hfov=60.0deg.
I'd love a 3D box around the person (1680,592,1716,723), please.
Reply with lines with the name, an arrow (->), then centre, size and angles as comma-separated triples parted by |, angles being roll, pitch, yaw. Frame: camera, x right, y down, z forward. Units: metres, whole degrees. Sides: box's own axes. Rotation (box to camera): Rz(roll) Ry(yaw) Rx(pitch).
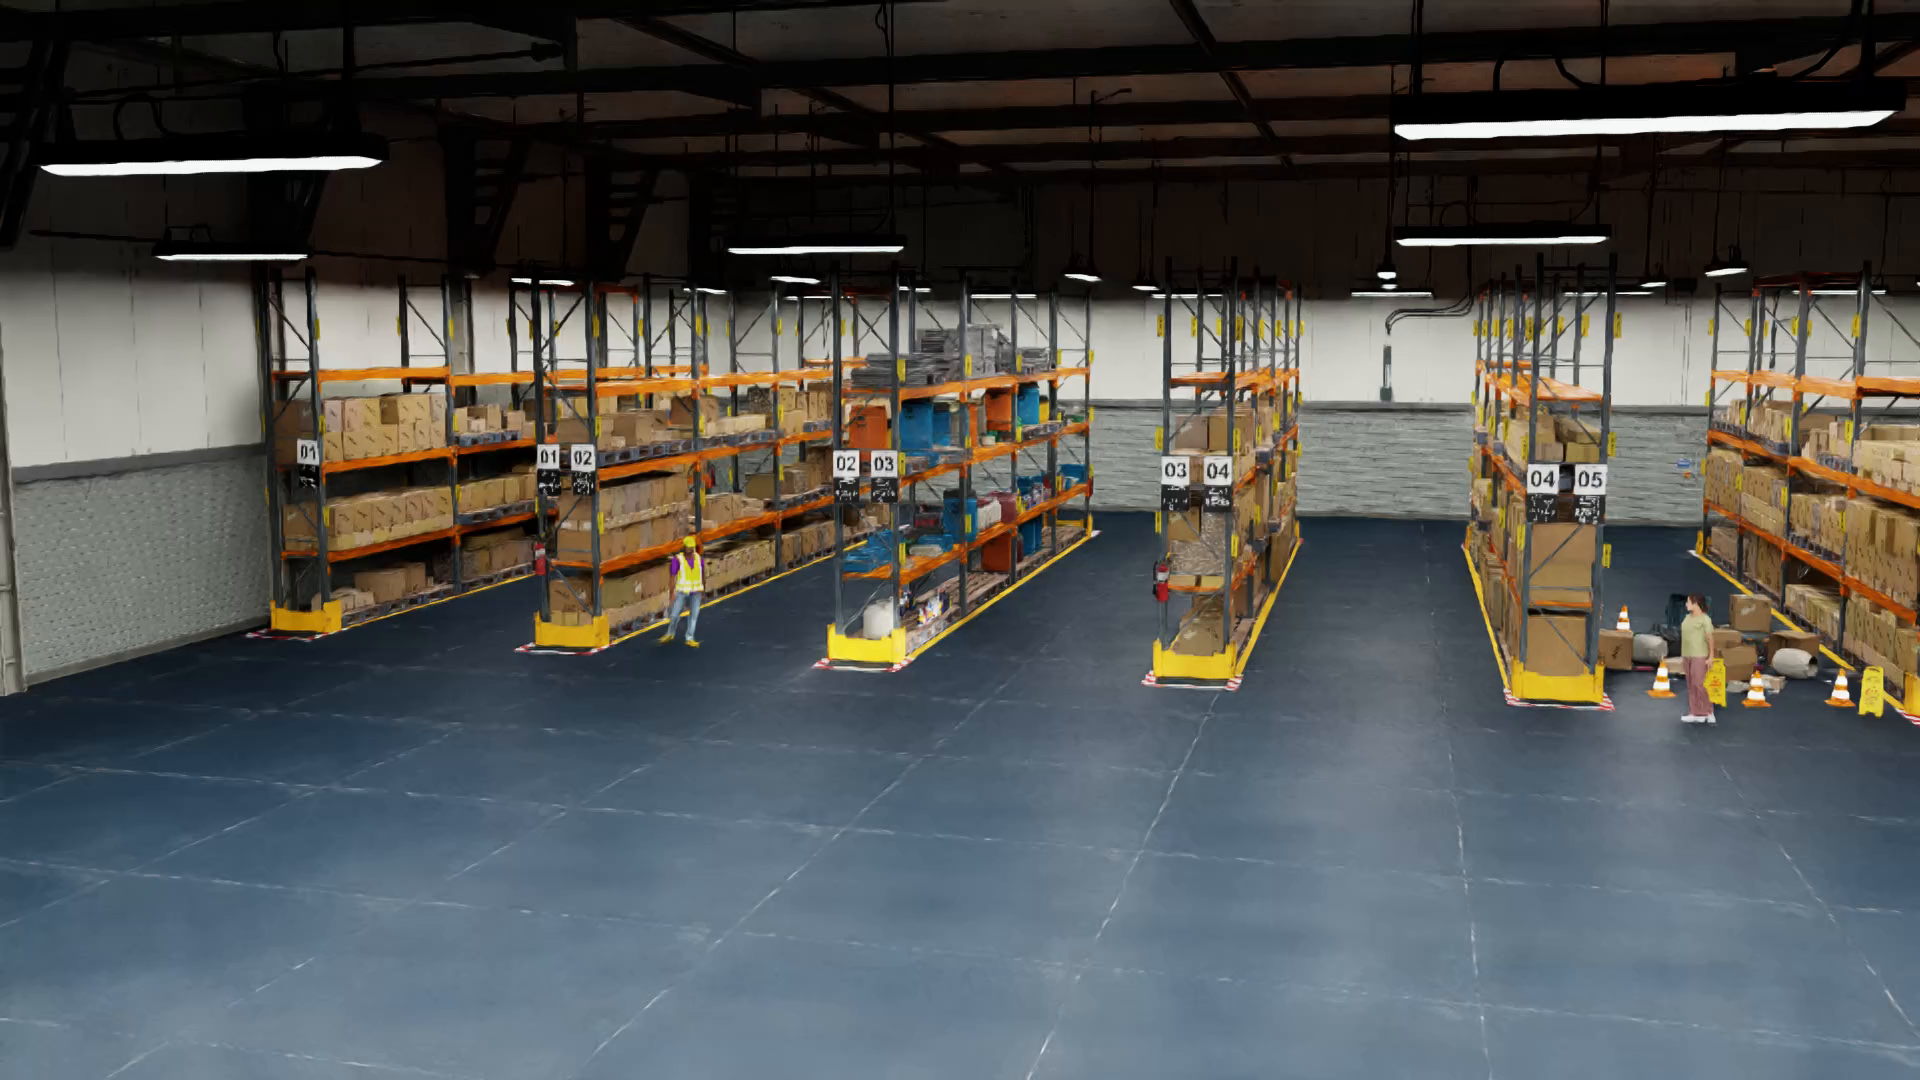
person -> 9.405, 1.494, 21.143 | 0.382, 1.665, 0.567 | -2, 8, -18

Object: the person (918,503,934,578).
person -> -0.726, -0.001, 33.515 | 0.551, 1.541, 0.519 | 2, 7, 14

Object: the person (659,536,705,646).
person -> -4.380, 0.803, 26.255 | 0.732, 1.757, 0.529 | -3, 8, -25
